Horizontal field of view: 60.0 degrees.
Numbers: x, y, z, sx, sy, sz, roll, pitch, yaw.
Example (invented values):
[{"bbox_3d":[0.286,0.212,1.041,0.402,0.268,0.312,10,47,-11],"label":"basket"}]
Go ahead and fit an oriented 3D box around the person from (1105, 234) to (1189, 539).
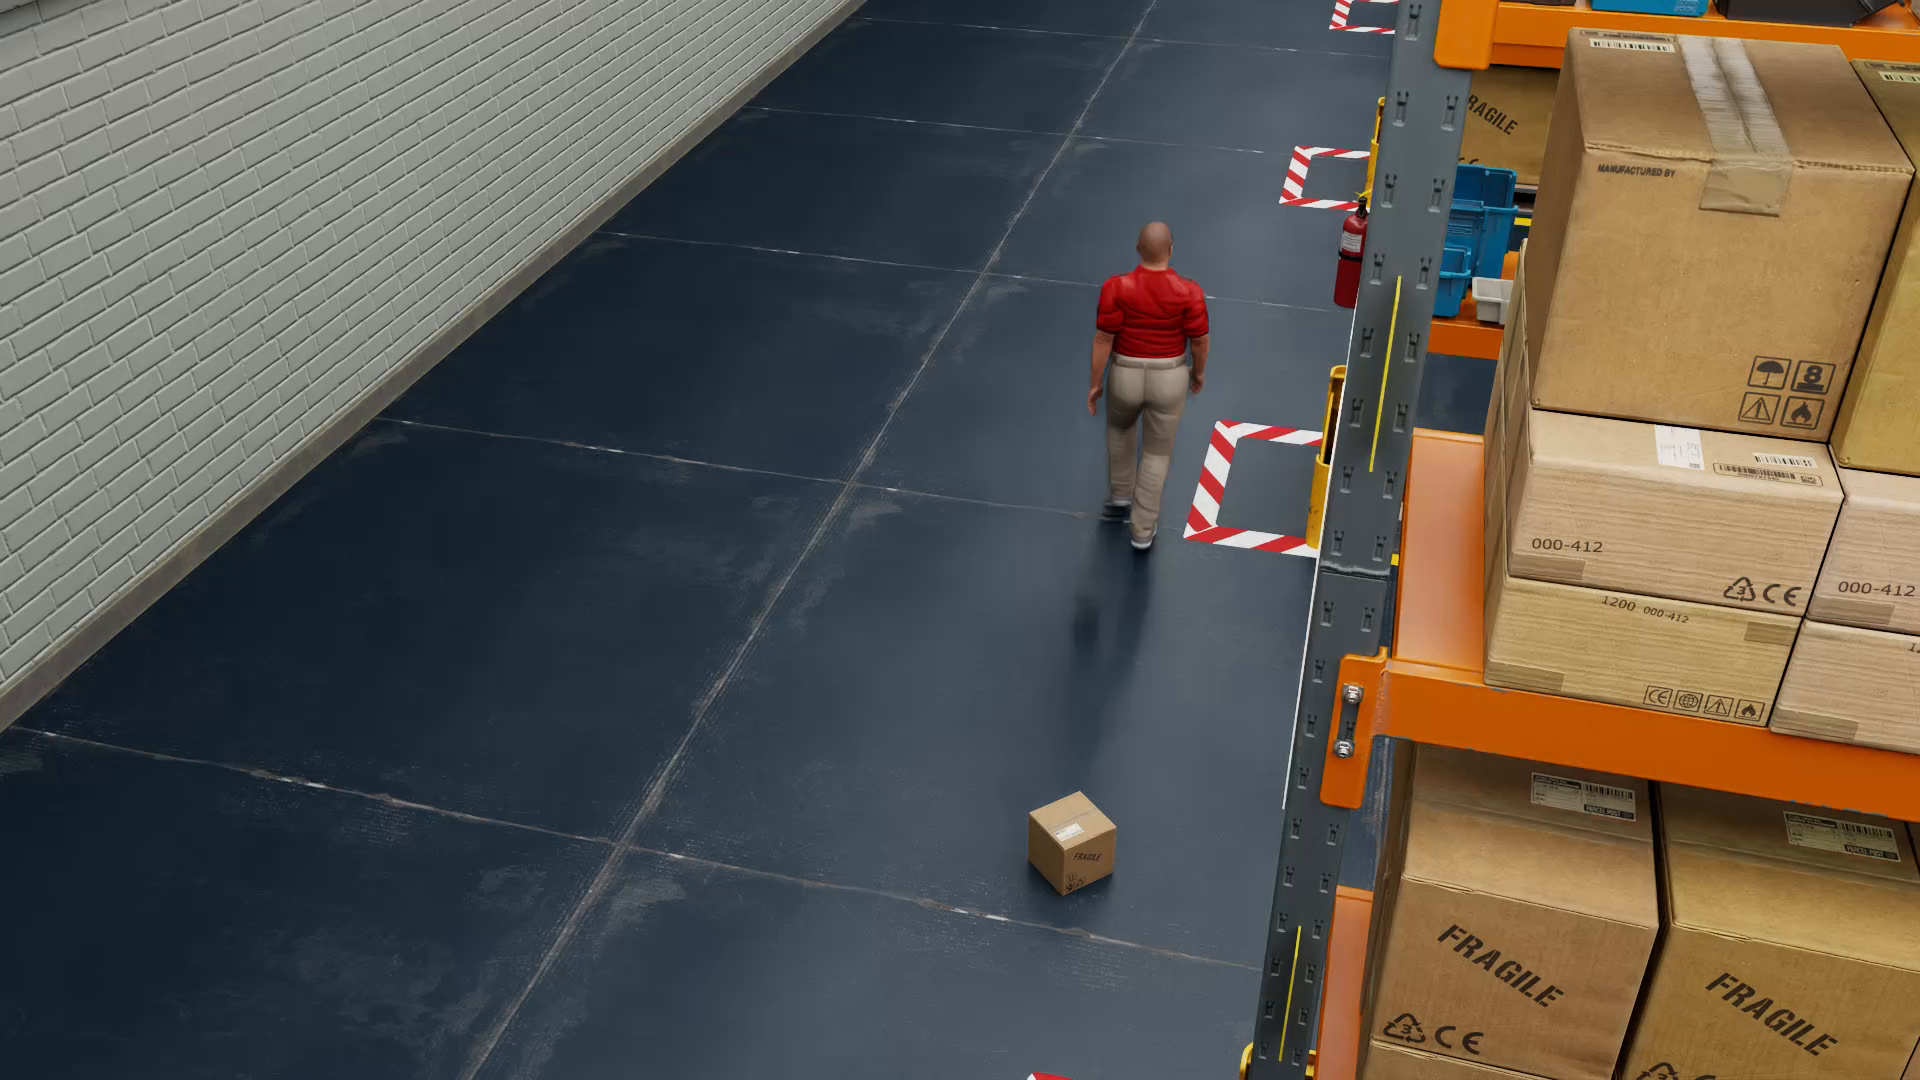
[{"bbox_3d":[0.938,-0.800,8.358,0.427,1.542,0.533,7,33,11],"label":"person"}]
